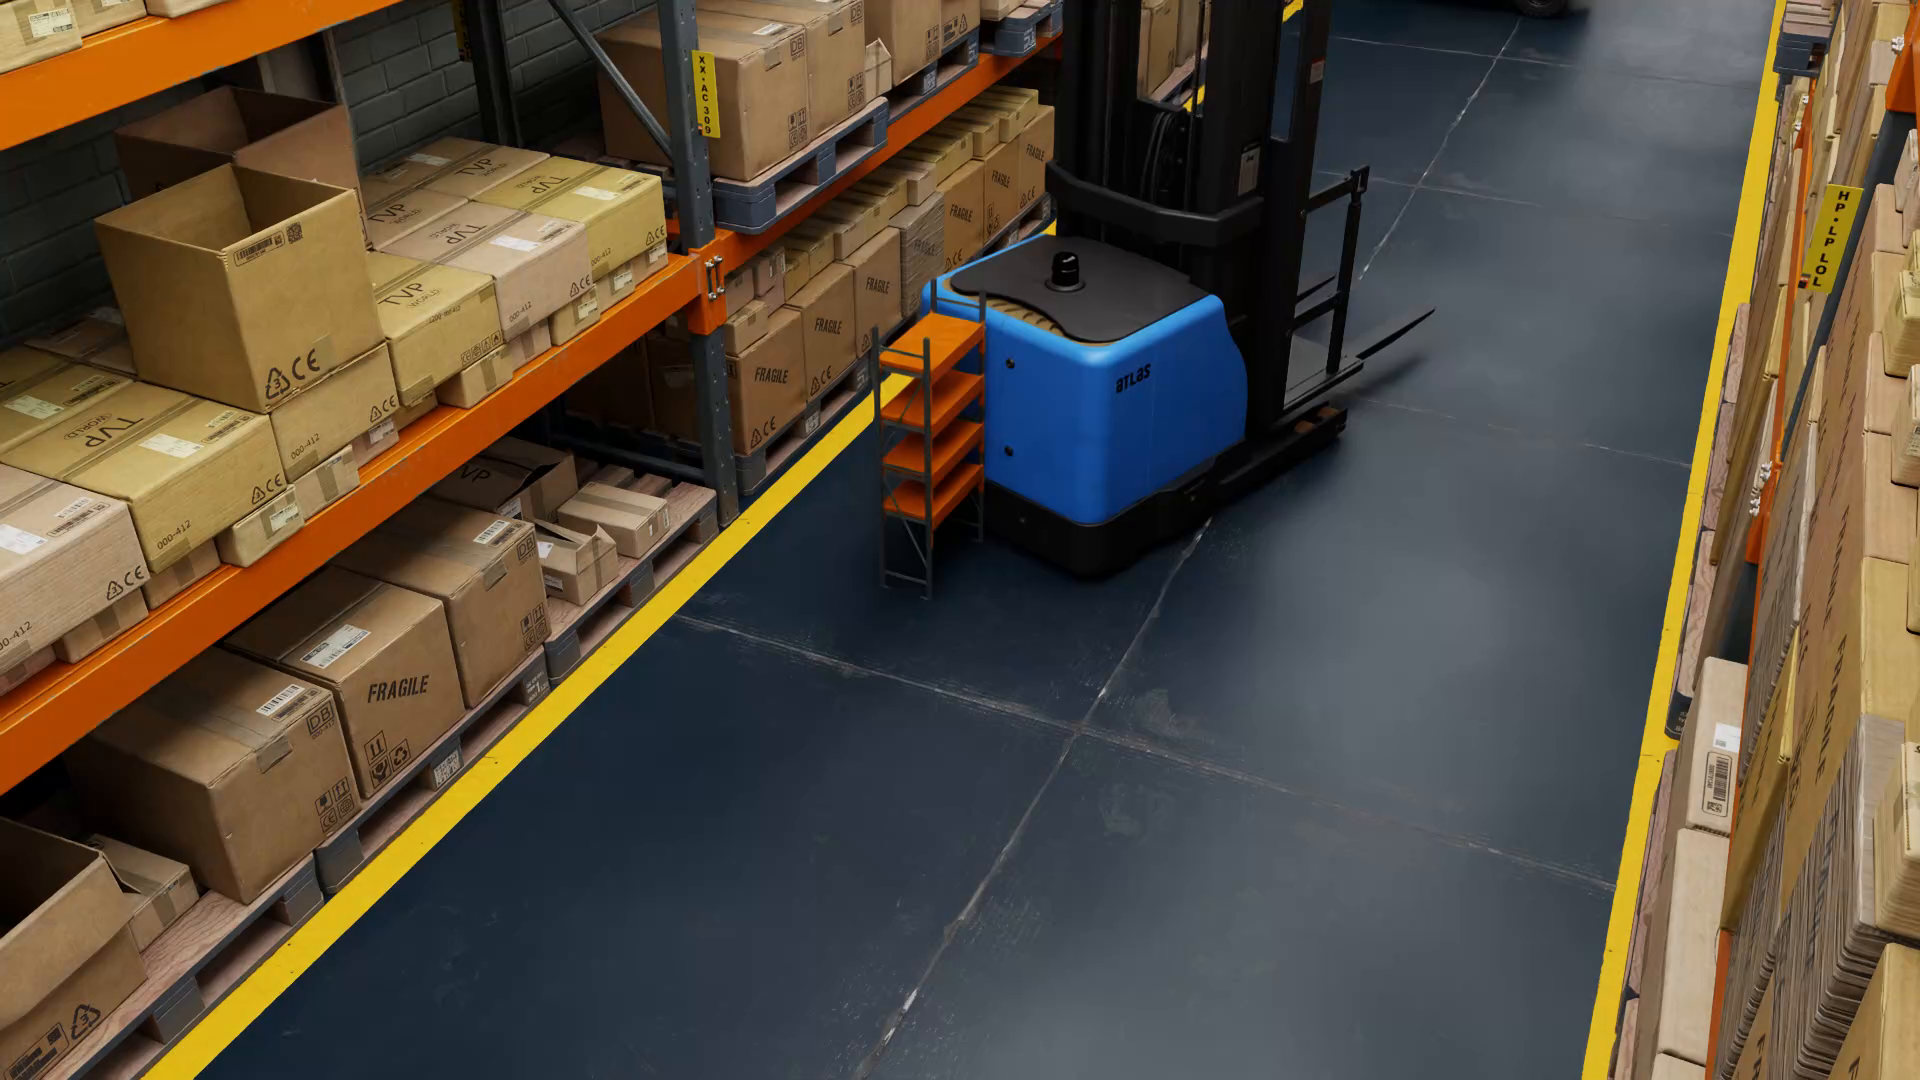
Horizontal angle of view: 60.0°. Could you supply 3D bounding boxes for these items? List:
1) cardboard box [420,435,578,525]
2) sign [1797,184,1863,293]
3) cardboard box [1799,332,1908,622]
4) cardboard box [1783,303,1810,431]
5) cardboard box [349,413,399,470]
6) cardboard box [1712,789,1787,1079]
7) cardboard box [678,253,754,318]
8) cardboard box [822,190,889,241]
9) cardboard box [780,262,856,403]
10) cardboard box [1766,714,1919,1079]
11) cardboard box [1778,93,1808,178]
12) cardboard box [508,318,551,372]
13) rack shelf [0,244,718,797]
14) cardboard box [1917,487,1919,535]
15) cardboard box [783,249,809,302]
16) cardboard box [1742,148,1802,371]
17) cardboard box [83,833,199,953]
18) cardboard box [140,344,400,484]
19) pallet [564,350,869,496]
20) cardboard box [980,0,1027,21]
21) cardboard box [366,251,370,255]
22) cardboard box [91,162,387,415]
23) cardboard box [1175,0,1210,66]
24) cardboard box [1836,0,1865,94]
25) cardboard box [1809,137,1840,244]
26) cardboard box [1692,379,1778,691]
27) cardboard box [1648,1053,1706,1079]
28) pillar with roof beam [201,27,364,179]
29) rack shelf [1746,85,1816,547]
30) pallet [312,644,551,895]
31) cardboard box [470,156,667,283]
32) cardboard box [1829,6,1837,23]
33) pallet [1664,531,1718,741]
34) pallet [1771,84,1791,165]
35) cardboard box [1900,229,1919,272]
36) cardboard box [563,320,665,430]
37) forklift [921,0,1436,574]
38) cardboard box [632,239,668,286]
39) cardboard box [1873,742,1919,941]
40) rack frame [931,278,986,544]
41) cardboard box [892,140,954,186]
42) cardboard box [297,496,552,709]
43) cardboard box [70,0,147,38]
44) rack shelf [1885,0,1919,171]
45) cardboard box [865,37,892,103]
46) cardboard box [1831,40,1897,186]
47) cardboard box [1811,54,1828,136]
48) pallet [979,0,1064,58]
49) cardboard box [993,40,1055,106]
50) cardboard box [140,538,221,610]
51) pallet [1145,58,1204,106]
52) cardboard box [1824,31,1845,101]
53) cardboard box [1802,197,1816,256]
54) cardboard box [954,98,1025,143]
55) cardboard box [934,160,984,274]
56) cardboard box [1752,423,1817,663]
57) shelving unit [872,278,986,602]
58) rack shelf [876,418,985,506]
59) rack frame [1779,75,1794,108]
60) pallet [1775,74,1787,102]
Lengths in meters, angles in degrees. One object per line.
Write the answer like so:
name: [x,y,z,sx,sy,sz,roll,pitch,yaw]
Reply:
cardboard box: [-1.952,-0.223,6.923,0.500,0.311,0.500,15,36,22]
sign: [2.552,-0.880,4.873,0.100,0.325,0.005,14,36,20]
cardboard box: [2.188,-0.085,3.641,0.500,0.500,0.500,15,36,21]
cardboard box: [3.008,-0.528,5.456,0.500,0.250,0.500,13,36,19]
cardboard box: [-2.027,-0.360,5.293,0.380,0.149,0.250,14,36,20]
cardboard box: [1.767,0.835,3.150,0.500,0.500,0.500,15,36,22]
cardboard box: [-1.124,-1.104,7.231,0.380,0.149,0.250,14,36,20]
cardboard box: [-0.580,-1.630,8.305,0.380,0.149,0.250,15,36,22]
cardboard box: [-0.840,-1.033,7.987,0.500,0.500,0.500,14,36,20]
cardboard box: [1.553,0.661,2.503,0.500,0.500,0.500,14,36,21]
cardboard box: [5.592,-2.403,10.193,0.950,0.372,0.625,15,36,22]
cardboard box: [-1.675,-0.730,5.857,0.380,0.149,0.250,15,36,22]
rack shelf: [-2.298,-0.149,5.398,1.077,0.370,4.000,14,36,20]
cardboard box: [1.955,-0.048,2.992,0.380,0.149,0.250,15,36,22]
cardboard box: [-0.926,-1.251,7.728,0.380,0.149,0.250,12,35,18]
cardboard box: [4.358,-1.264,7.996,0.875,0.875,0.875,14,36,20]
cardboard box: [-2.579,1.077,5.089,0.380,0.149,0.250,13,35,19]
cardboard box: [-2.085,-0.444,5.057,0.500,0.250,0.500,13,36,19]
pallet: [-1.155,-0.694,8.116,1.003,0.211,1.213,14,36,20]
cardboard box: [0.065,-2.952,8.770,0.500,0.250,0.500,12,35,18]
cardboard box: [-2.334,-0.815,5.623,0.500,0.250,0.500,15,36,22]
cardboard box: [-2.073,-0.741,4.826,0.500,0.500,0.500,15,36,22]
cardboard box: [1.346,-3.966,12.345,0.875,0.625,0.625,14,36,20]
cardboard box: [3.865,-2.069,6.666,0.500,0.500,0.500,15,36,22]
cardboard box: [3.426,-1.241,6.088,0.500,0.250,0.500,15,36,22]
cardboard box: [3.236,0.076,5.953,0.875,0.875,0.875,15,36,22]
cardboard box: [1.936,1.769,3.770,0.875,0.438,0.875,15,36,22]
pillar with roof beam: [1.339,-2.827,3.355,9.100,9.000,0.400,14,36,20]
rack shelf: [3.886,-1.005,6.703,1.077,0.370,4.000,14,36,20]
pallet: [-2.258,0.672,6.033,1.003,0.211,1.213,14,36,20]
cardboard box: [-1.452,-1.198,6.207,0.500,0.250,0.500,15,36,22]
cardboard box: [4.693,-2.739,8.538,0.380,0.149,0.250,15,36,21]
pallet: [3.303,0.455,6.363,1.003,0.211,1.213,14,36,20]
pallet: [6.072,-2.739,11.235,1.003,0.211,1.213,14,36,20]
cardboard box: [2.360,-0.565,3.781,0.380,0.149,0.250,14,36,20]
cardboard box: [-1.524,-0.889,7.767,0.500,0.500,0.500,14,36,20]
forklift: [1.206,-1.795,7.315,1.130,2.935,3.031,28,42,35]
cardboard box: [-1.365,-1.124,6.458,0.380,0.149,0.250,15,36,21]
cardboard box: [1.460,0.447,2.238,0.380,0.149,0.250,14,36,20]
rack frame: [-0.007,-0.518,6.946,0.240,1.200,0.015,15,36,22]
cardboard box: [-0.256,-2.026,8.910,0.380,0.149,0.250,14,36,20]
cardboard box: [-1.965,0.199,6.108,0.700,0.500,0.500,13,35,19]
cardboard box: [-2.233,-1.339,4.050,0.380,0.149,0.250,14,36,20]
rack shelf: [2.212,-0.267,2.842,1.077,0.370,4.000,14,36,20]
cardboard box: [-0.531,-2.170,7.563,0.396,0.266,0.258,16,36,23]
cardboard box: [3.218,-1.309,5.507,0.500,0.500,0.500,15,36,21]
cardboard box: [4.289,-2.053,7.782,0.500,0.250,0.500,14,36,20]
pallet: [-0.007,-3.004,9.271,1.213,0.211,1.003,14,36,20]
cardboard box: [0.486,-2.928,10.763,0.875,0.625,0.625,15,36,22]
cardboard box: [-2.337,0.029,4.700,0.380,0.149,0.250,15,36,21]
pallet: [1.104,-3.279,12.058,1.003,0.211,1.213,14,36,20]
cardboard box: [4.069,-1.995,7.238,0.500,0.250,0.500,15,36,22]
cardboard box: [3.662,-1.286,6.613,0.500,0.250,0.500,14,36,20]
cardboard box: [0.150,-2.393,9.469,0.380,0.149,0.250,12,35,18]
cardboard box: [-0.204,-1.801,9.157,0.500,0.500,0.500,16,36,23]
cardboard box: [2.401,0.072,4.313,0.500,0.500,0.500,14,36,21]
shelving unit: [-0.115,-0.398,6.763,0.258,1.200,0.503,15,36,22]
rack shelf: [-0.115,-0.342,6.800,0.258,0.148,0.480,15,36,22]
rack frame: [6.396,-4.294,11.063,1.000,3.000,0.127,14,36,20]
pallet: [6.645,-3.470,12.350,1.003,0.211,1.213,14,36,20]
